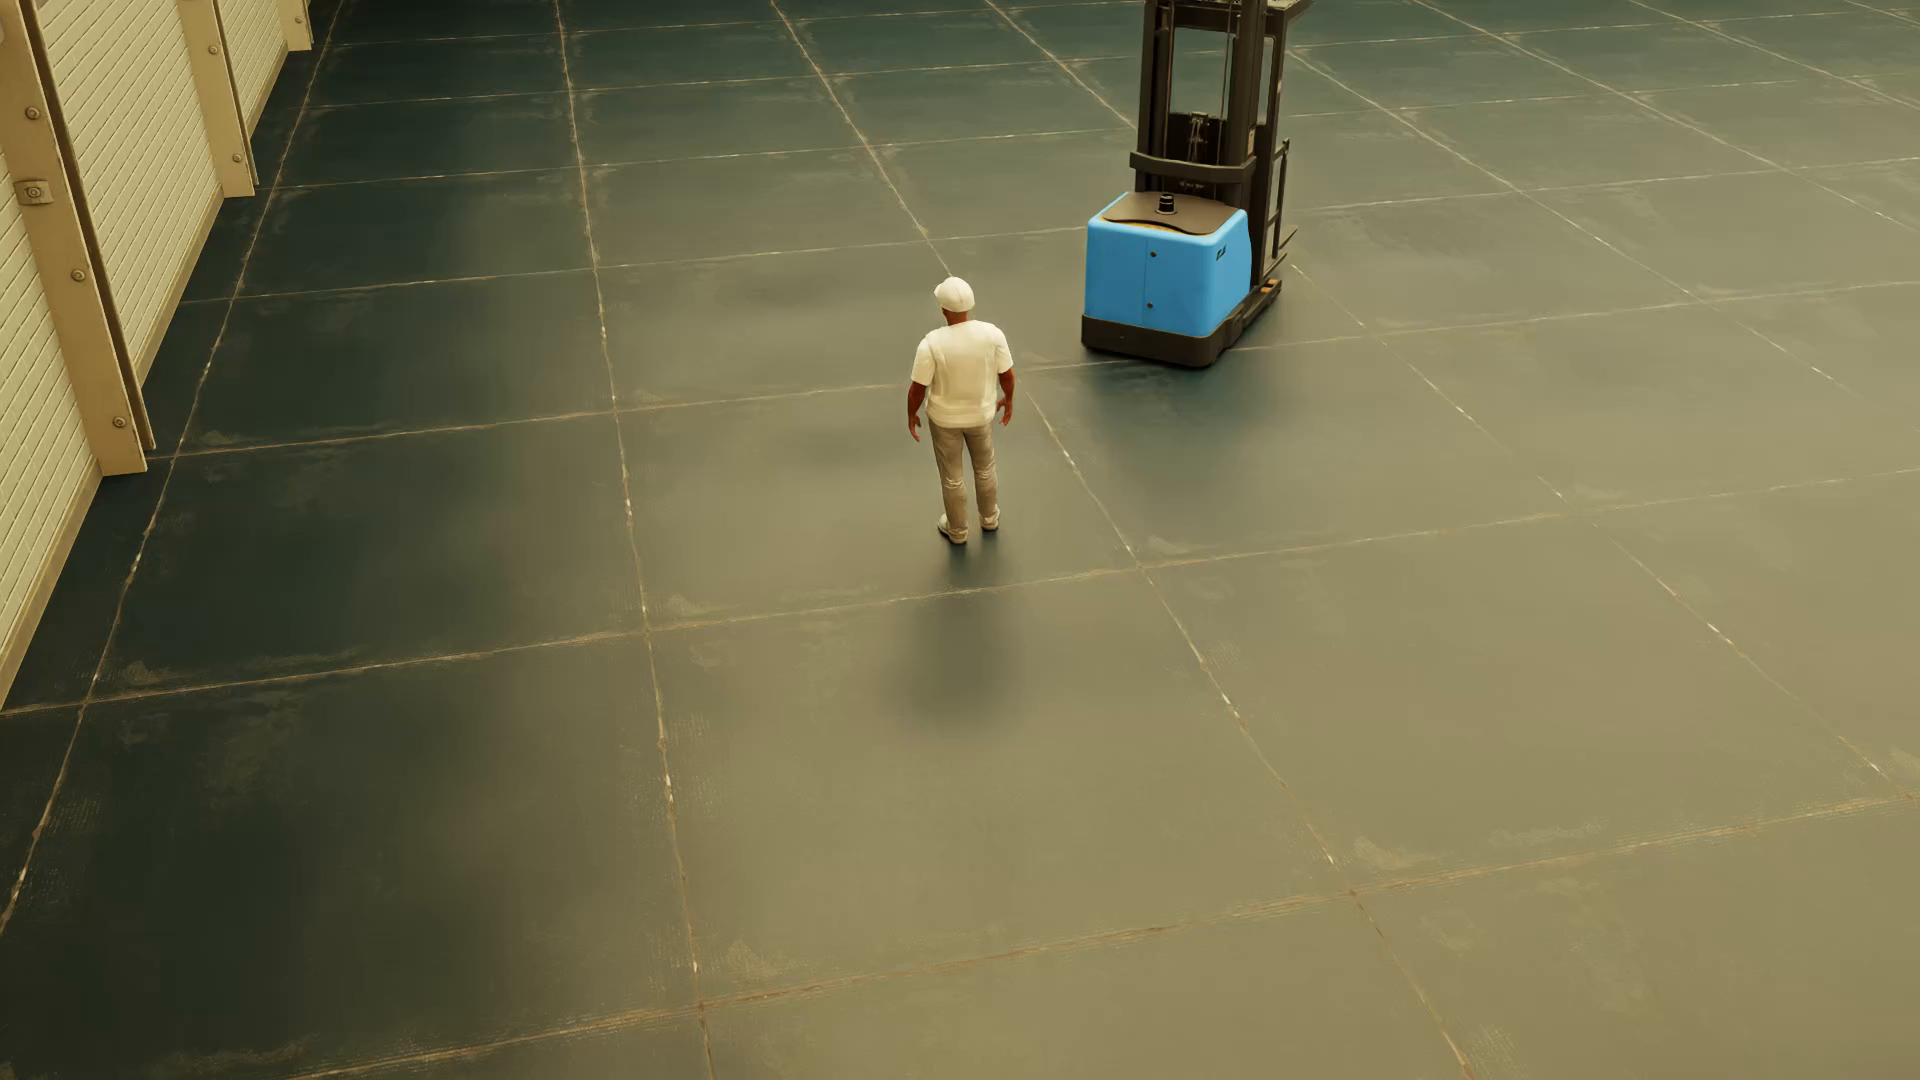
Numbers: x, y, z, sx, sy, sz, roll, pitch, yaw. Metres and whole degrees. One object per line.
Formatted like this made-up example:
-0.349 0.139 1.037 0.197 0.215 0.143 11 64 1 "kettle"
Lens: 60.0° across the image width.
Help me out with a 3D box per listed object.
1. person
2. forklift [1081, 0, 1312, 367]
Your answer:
-0.011 -0.805 10.114 0.665 1.768 0.575 -7 31 -12 "person"
2.059 -3.299 13.273 1.130 2.935 3.031 14 33 23 "forklift"
